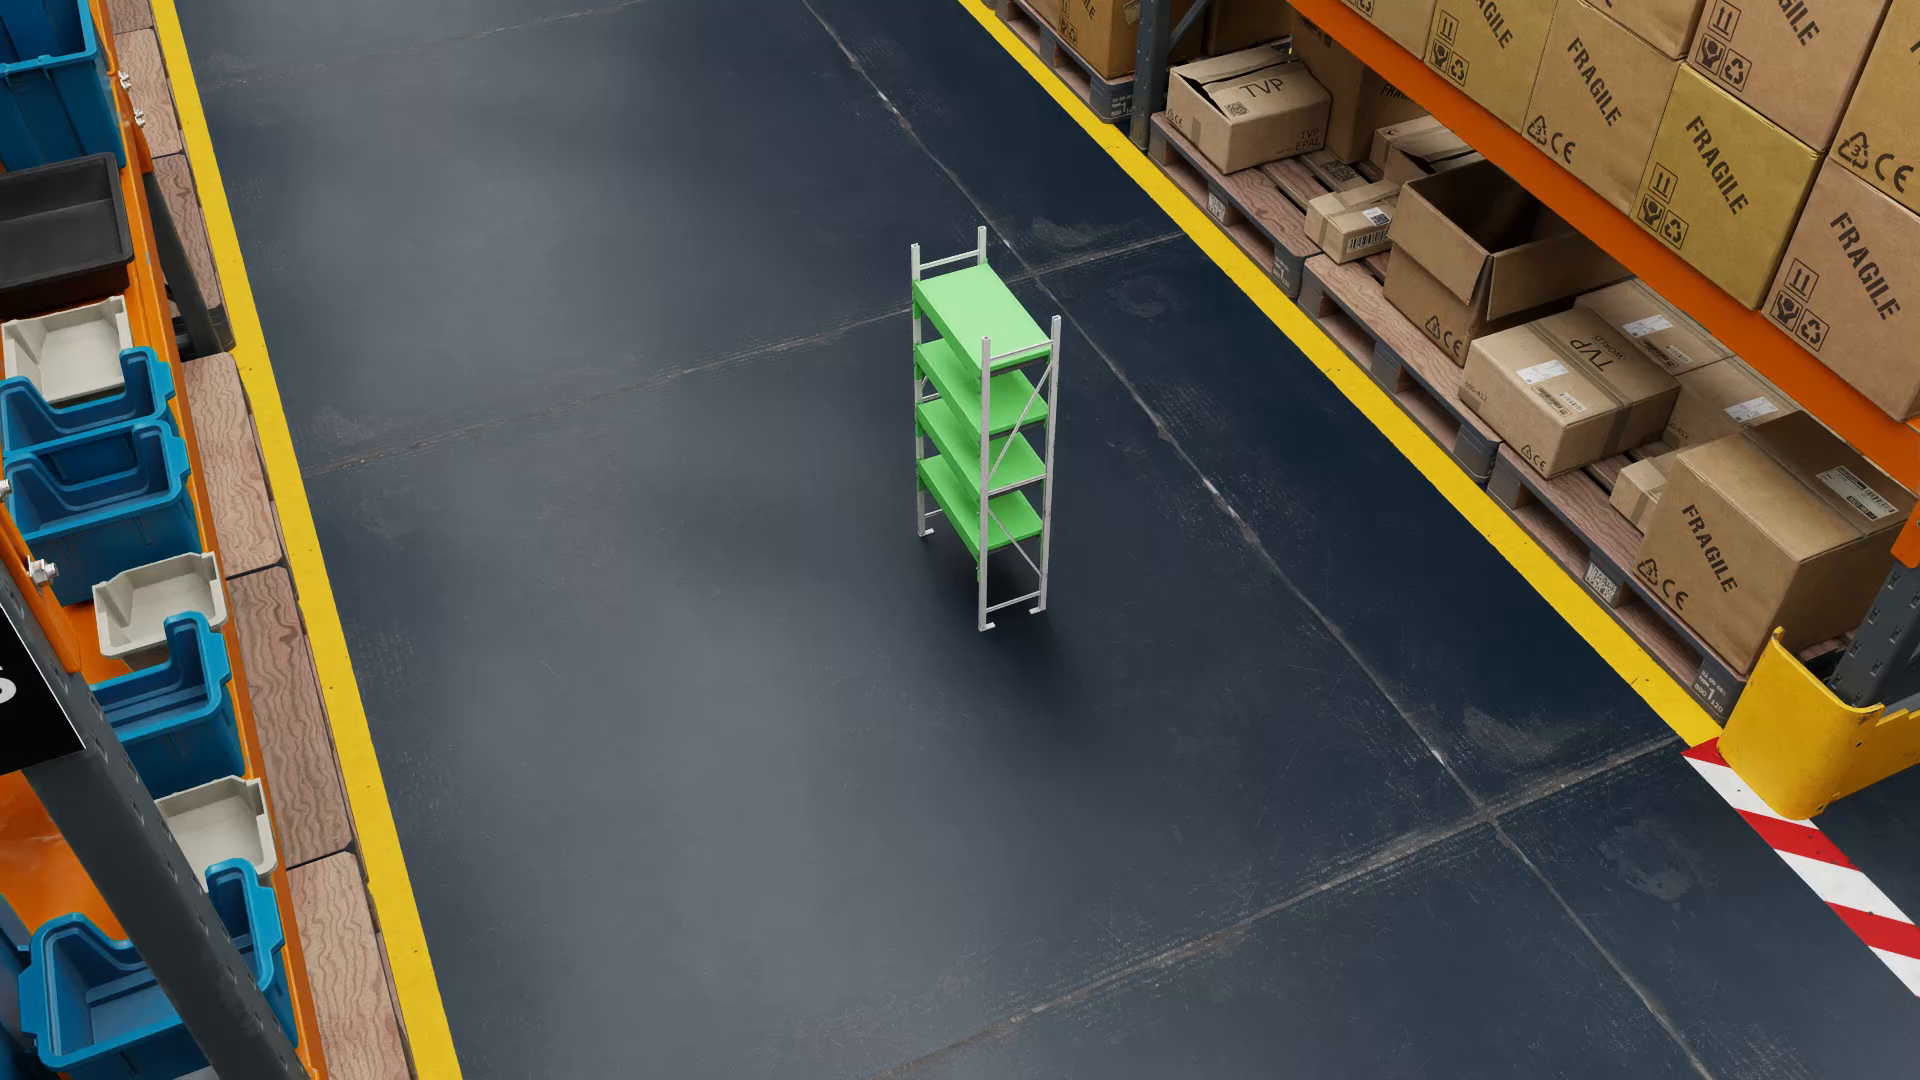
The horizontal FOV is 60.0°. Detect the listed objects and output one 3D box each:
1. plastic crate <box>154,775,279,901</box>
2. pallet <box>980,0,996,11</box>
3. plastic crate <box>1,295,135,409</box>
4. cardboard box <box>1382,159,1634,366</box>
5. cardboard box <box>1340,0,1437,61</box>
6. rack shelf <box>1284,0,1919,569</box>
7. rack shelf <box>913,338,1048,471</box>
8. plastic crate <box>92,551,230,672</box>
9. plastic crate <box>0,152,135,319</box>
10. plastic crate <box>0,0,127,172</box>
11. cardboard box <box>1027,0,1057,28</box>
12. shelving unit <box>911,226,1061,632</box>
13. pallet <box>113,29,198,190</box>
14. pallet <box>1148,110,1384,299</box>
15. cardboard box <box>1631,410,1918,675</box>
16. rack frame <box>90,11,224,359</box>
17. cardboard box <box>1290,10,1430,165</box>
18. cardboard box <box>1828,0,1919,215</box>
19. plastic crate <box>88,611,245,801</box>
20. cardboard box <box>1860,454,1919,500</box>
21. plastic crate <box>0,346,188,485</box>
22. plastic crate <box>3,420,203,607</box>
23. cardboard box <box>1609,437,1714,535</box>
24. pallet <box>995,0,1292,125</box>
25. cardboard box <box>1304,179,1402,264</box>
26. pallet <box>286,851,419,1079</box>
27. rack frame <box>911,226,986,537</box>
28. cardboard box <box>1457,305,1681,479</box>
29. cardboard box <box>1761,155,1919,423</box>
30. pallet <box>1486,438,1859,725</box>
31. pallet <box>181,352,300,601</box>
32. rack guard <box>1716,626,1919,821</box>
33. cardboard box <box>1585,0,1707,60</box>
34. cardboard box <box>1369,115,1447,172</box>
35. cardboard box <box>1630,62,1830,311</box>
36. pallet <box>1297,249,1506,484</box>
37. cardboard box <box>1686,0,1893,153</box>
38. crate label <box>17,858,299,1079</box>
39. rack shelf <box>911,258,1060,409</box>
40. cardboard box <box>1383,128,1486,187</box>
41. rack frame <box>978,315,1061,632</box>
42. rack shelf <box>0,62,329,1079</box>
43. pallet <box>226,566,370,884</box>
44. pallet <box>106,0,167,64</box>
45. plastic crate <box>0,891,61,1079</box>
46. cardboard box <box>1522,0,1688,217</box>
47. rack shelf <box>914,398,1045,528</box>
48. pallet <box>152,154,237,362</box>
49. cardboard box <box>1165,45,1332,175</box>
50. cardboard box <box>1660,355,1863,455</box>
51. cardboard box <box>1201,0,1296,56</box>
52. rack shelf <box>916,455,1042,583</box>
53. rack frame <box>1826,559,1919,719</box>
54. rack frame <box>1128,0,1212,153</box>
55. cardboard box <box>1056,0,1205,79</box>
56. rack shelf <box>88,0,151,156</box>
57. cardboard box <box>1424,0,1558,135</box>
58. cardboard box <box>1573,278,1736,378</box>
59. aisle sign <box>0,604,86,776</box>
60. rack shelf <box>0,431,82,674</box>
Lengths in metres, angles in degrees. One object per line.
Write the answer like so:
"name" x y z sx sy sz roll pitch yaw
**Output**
"plastic crate" -1.428 0.592 3.159 0.250 0.136 0.298 -18 47 -17
"pallet" 0.358 -3.299 8.943 1.003 0.211 1.213 -18 47 -17
"plastic crate" -2.240 -0.452 4.218 0.293 0.136 0.466 -18 47 -17
"cardboard box" 2.046 -1.078 6.171 0.797 0.503 0.637 -18 47 -17
"cardboard box" 1.645 -1.992 5.562 0.500 0.500 0.500 -18 47 -18
"rack shelf" 2.092 -1.476 5.622 1.077 0.370 4.000 -18 47 -17
"rack shelf" 0.070 -0.447 5.098 0.258 0.148 0.480 -18 47 -17
"plastic crate" -1.713 0.160 3.597 0.250 0.136 0.298 -18 47 -17
"plastic crate" -2.530 -0.835 4.614 0.437 0.125 0.590 -18 47 -17
"plastic crate" -2.739 -1.365 4.966 0.392 0.384 0.575 -18 47 -17
"cardboard box" 0.583 -2.820 7.939 0.500 0.500 0.500 -18 47 -17
"shelving unit" 0.070 -0.322 5.222 0.258 1.200 0.503 -18 47 -17
"pallet" -4.048 -1.836 7.460 1.003 0.211 1.213 -18 47 -17
"pallet" 1.539 -1.576 7.197 1.003 0.211 1.213 -18 47 -17
"cardboard box" 2.481 0.002 5.078 0.500 0.500 0.500 -18 47 -17
"rack frame" -3.245 -1.546 5.181 1.000 3.000 0.127 -18 47 -17
"cardboard box" 1.748 -1.994 7.101 0.500 0.500 0.500 -18 47 -17
"cardboard box" 2.496 -1.051 3.896 0.500 0.500 0.500 -18 48 -18
"plastic crate" -1.645 0.368 3.318 0.416 0.233 0.300 -18 47 -17
"cardboard box" 2.964 -0.133 5.453 0.380 0.166 0.250 -18 47 -17
"plastic crate" -2.048 -0.243 3.937 0.416 0.233 0.300 -18 47 -17
"plastic crate" -1.922 -0.052 3.744 0.416 0.233 0.300 -18 47 -17
"cardboard box" 2.392 -0.164 5.484 0.380 0.166 0.250 -18 47 -17
"pallet" 0.875 -2.521 8.154 1.003 0.211 1.213 -18 47 -17
"cardboard box" 1.604 -1.275 6.610 0.380 0.166 0.250 -18 47 -17
"pallet" -1.874 1.459 4.121 1.003 0.211 1.213 -18 47 -17
"rack frame" -0.033 -0.477 5.379 0.240 1.200 0.015 -18 47 -17
"cardboard box" 2.109 -0.523 5.789 0.500 0.250 0.500 -18 47 -17
"cardboard box" 2.498 -0.698 4.250 0.500 0.500 0.500 -17 47 -16
"pallet" 2.565 -0.021 5.621 1.003 0.211 1.213 -18 47 -17
"pallet" -2.900 -0.096 5.697 1.003 0.211 1.213 -18 47 -17
"rack guard" 2.901 0.384 5.005 1.175 0.500 0.348 -18 47 -17
"cardboard box" 2.061 -1.702 4.556 0.500 0.500 0.500 -17 47 -16
"cardboard box" 1.960 -1.647 7.000 0.380 0.149 0.250 -18 47 -17
"cardboard box" 2.276 -1.027 4.584 0.500 0.500 0.500 -18 47 -17
"pallet" 2.056 -0.797 6.408 1.003 0.211 1.213 -18 47 -17
"cardboard box" 2.283 -1.373 4.222 0.500 0.500 0.500 -17 47 -16
"crate label" -1.368 0.787 2.893 0.416 0.233 0.303 -18 47 -17
"rack shelf" 0.070 -0.618 4.929 0.258 0.148 0.480 -18 47 -17
"cardboard box" 2.063 -1.448 6.683 0.500 0.311 0.500 -18 47 -17
"rack frame" 0.172 -0.166 5.064 0.240 1.200 0.015 -18 47 -17
"rack shelf" -2.404 -0.015 4.142 1.077 0.370 4.000 -18 47 -17
"pallet" -2.384 0.683 4.908 1.003 0.211 1.213 -18 47 -17
"pallet" -4.557 -2.612 8.247 1.003 0.211 1.213 -18 47 -17
"plastic crate" -1.873 0.811 2.724 0.616 0.435 0.499 -18 47 -17
"cardboard box" 2.071 -1.347 4.908 0.500 0.500 0.500 -18 47 -17
"rack shelf" 0.070 -0.276 5.267 0.258 0.148 0.480 -18 47 -17
"pallet" -3.531 -1.057 6.671 1.003 0.211 1.213 -18 47 -17
"cardboard box" 1.231 -1.874 7.115 0.500 0.311 0.500 -18 47 -17
"cardboard box" 2.751 -0.384 5.648 0.500 0.250 0.500 -18 47 -17
"cardboard box" 1.269 -2.653 7.770 0.500 0.500 0.500 -20 48 -19
"rack shelf" 0.070 -0.105 5.435 0.258 0.148 0.480 -18 47 -17
"rack frame" 2.933 -0.457 4.078 1.000 3.000 0.127 -18 47 -17
"rack frame" 1.251 -3.006 6.661 1.000 3.000 0.127 -18 47 -17
"cardboard box" 0.783 -2.503 7.617 0.500 0.500 0.500 -18 47 -18
"rack shelf" -4.086 -2.564 6.725 1.077 0.370 4.000 -18 47 -17
"cardboard box" 1.860 -1.668 5.234 0.500 0.500 0.500 -19 48 -18
"cardboard box" 2.541 -0.702 5.971 0.500 0.250 0.500 -18 47 -17
"aisle sign" -1.263 0.036 1.727 0.394 0.787 0.004 -18 47 -17
"rack shelf" -2.404 -1.083 3.088 1.077 0.370 4.000 -18 47 -17
